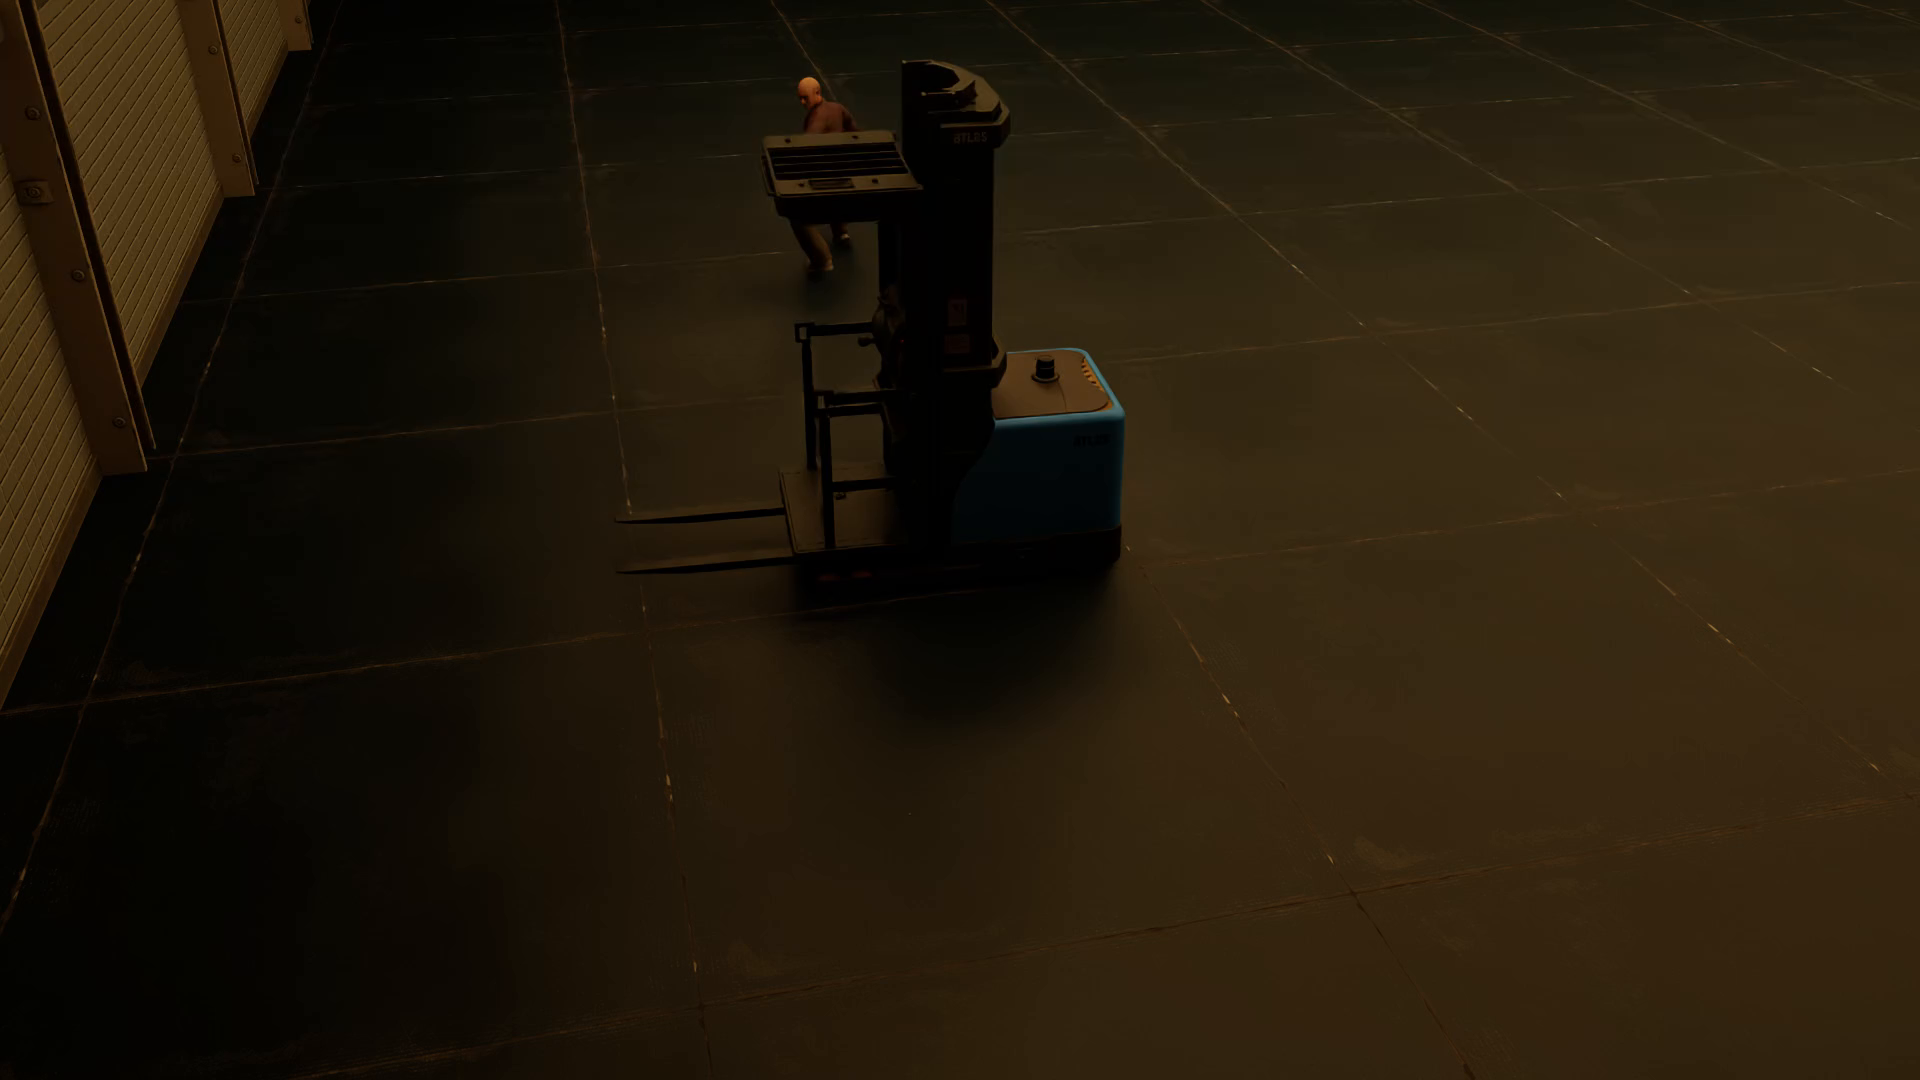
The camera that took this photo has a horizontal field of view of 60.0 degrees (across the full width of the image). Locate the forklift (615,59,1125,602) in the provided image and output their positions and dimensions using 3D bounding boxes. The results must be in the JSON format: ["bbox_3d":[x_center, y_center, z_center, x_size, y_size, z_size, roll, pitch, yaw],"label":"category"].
[{"bbox_3d":[-0.589,-1.190,9.630,3.031,2.935,1.130,-5,30,-9],"label":"forklift"}]

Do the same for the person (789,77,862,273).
[{"bbox_3d":[-1.152,-3.156,14.455,0.592,1.727,1.155,12,32,20],"label":"person"}]
